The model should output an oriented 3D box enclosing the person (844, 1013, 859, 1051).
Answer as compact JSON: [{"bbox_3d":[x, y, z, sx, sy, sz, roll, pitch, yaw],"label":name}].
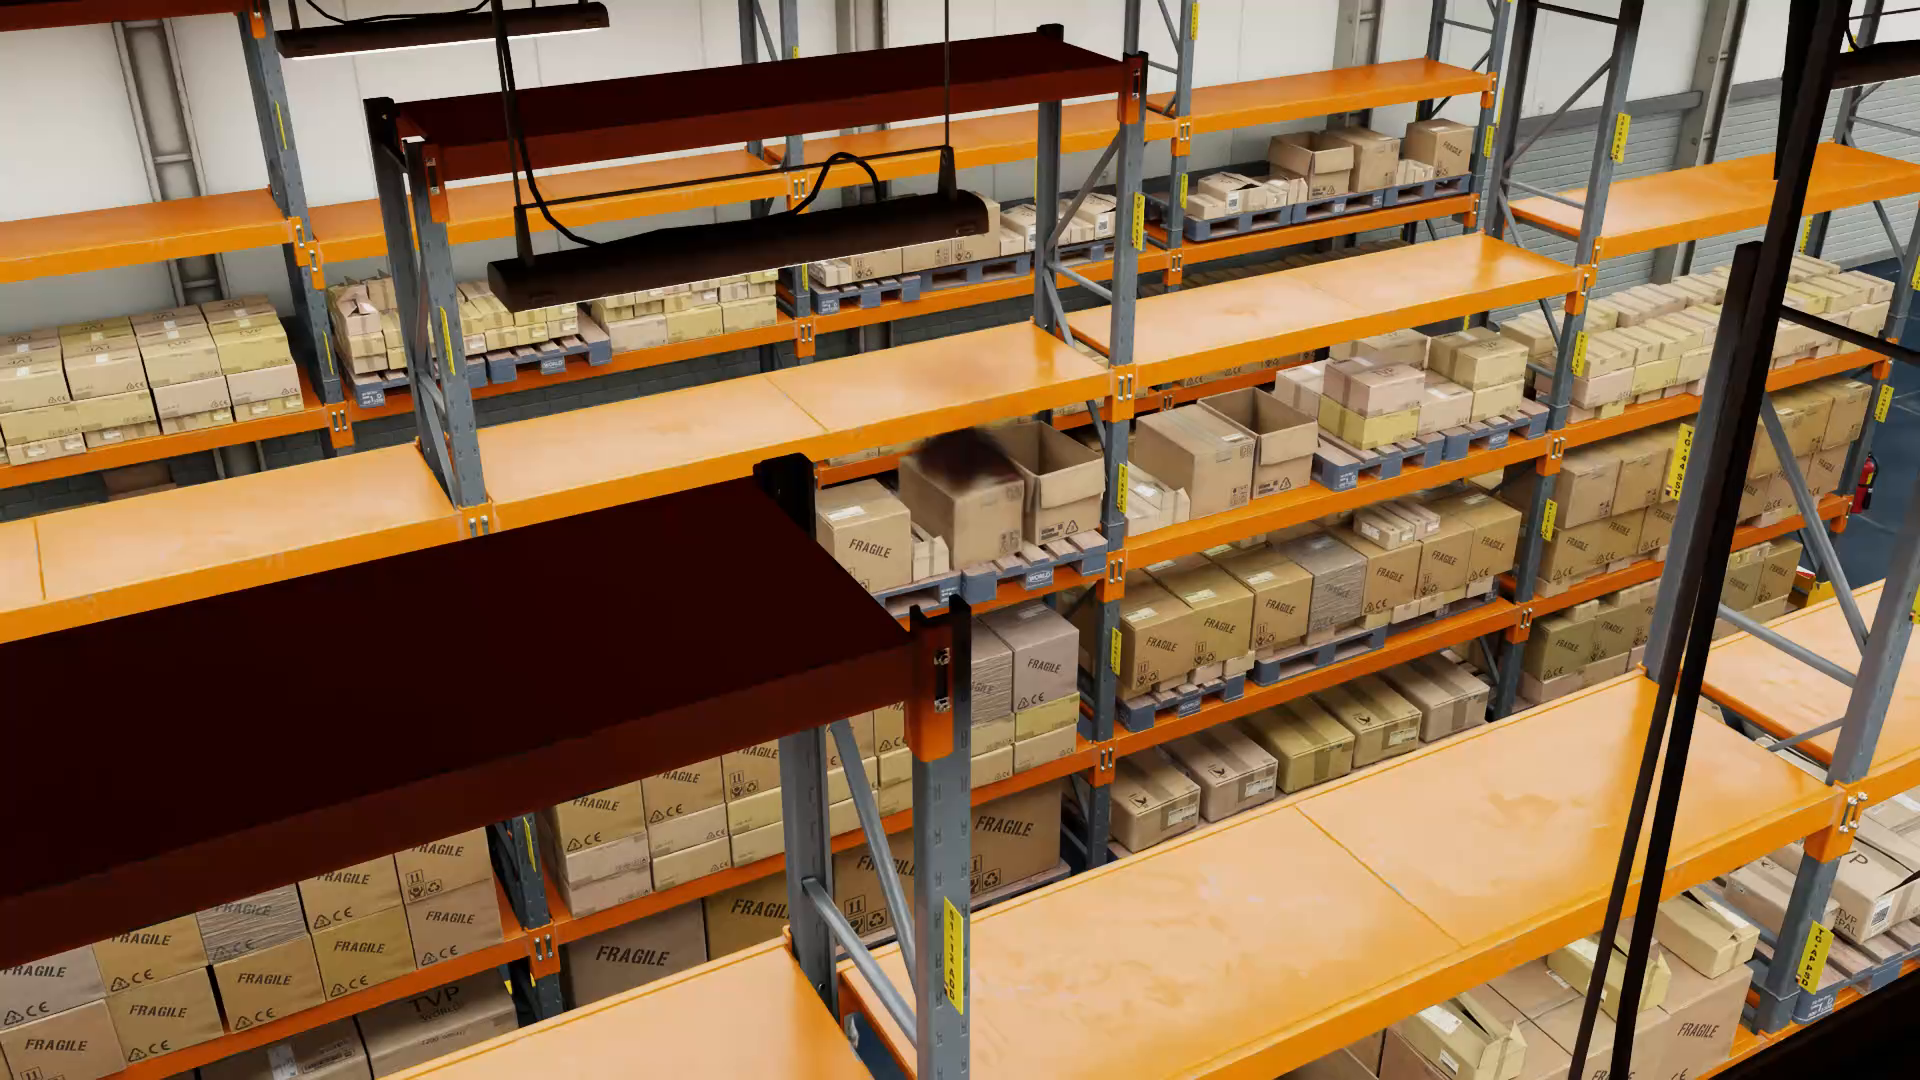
[{"bbox_3d":[-0.737,2.971,9.073,0.336,1.599,0.472,18,33,31],"label":"person"}]
